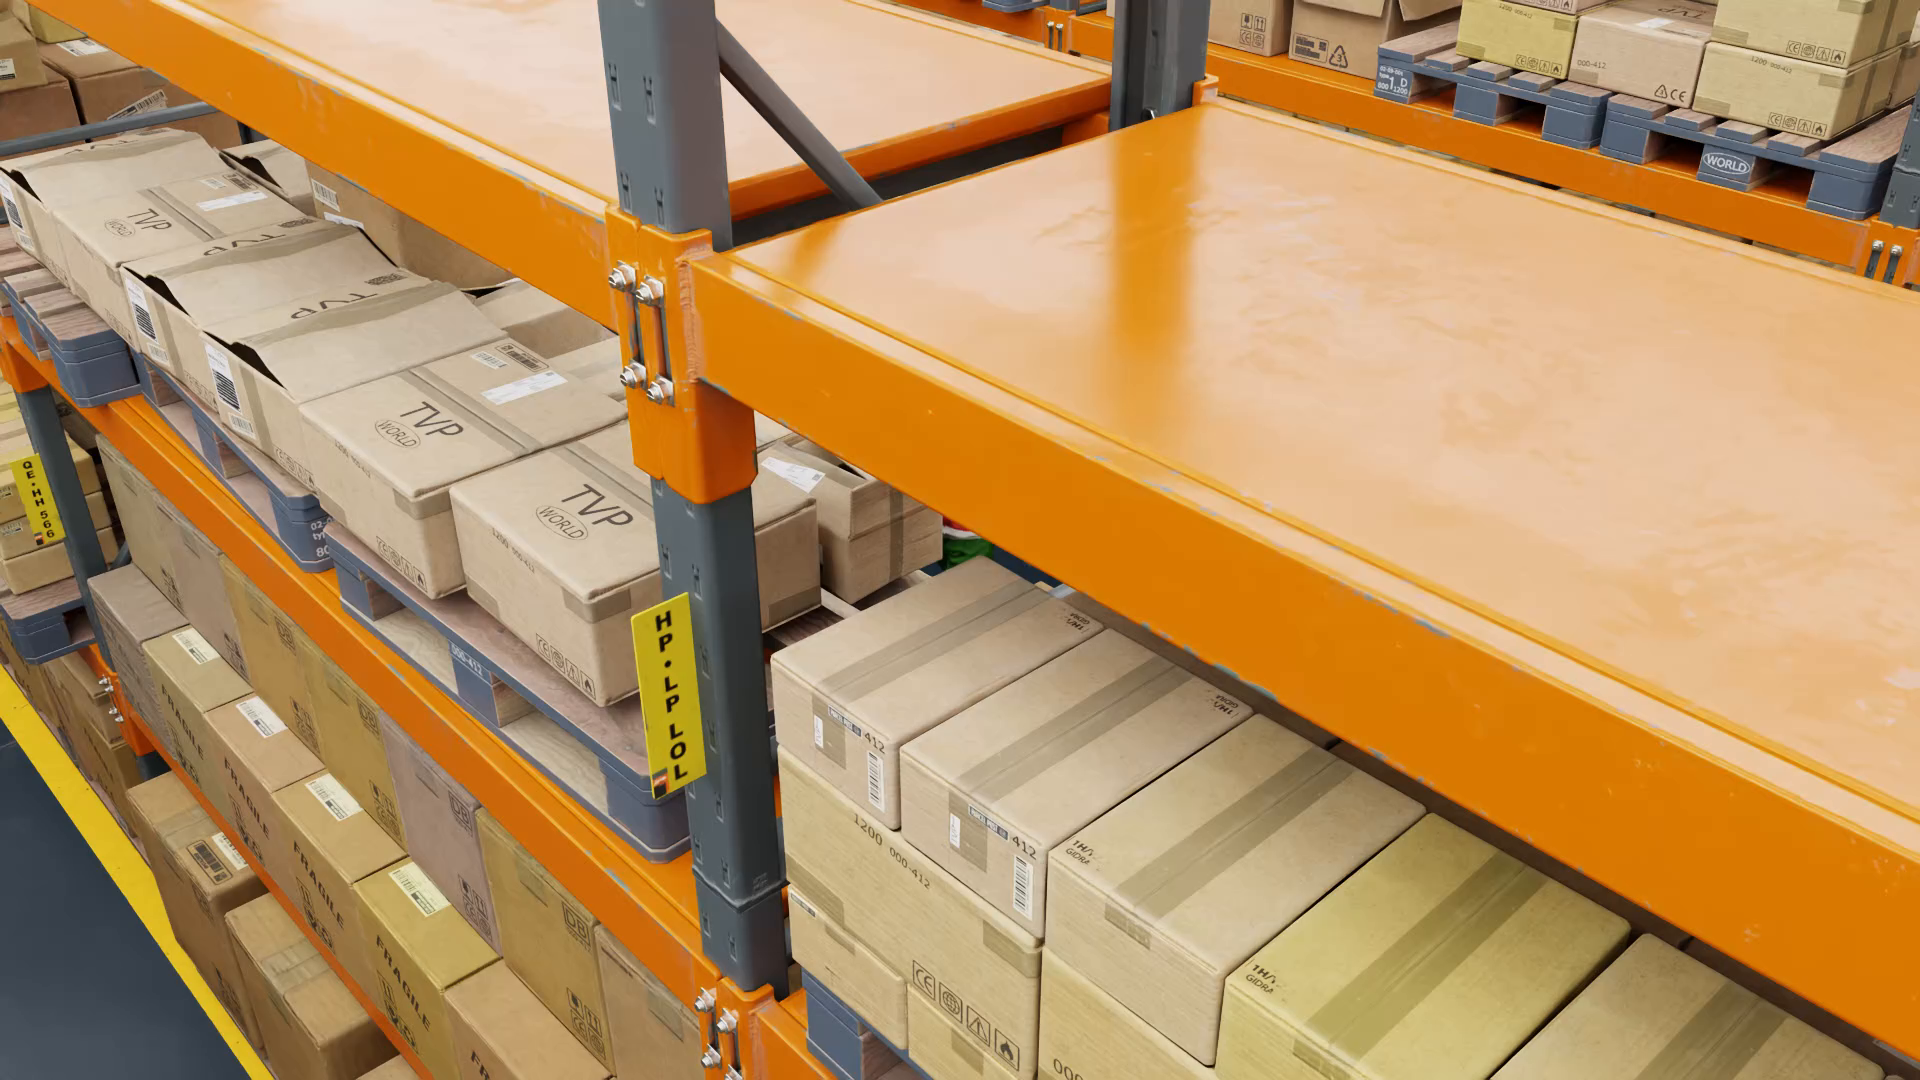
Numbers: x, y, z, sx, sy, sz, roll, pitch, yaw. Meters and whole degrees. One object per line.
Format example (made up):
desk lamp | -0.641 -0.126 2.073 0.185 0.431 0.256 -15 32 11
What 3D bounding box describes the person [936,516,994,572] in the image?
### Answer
person | 0.041 -0.078 7.769 0.842 1.772 0.648 -27 40 -36
